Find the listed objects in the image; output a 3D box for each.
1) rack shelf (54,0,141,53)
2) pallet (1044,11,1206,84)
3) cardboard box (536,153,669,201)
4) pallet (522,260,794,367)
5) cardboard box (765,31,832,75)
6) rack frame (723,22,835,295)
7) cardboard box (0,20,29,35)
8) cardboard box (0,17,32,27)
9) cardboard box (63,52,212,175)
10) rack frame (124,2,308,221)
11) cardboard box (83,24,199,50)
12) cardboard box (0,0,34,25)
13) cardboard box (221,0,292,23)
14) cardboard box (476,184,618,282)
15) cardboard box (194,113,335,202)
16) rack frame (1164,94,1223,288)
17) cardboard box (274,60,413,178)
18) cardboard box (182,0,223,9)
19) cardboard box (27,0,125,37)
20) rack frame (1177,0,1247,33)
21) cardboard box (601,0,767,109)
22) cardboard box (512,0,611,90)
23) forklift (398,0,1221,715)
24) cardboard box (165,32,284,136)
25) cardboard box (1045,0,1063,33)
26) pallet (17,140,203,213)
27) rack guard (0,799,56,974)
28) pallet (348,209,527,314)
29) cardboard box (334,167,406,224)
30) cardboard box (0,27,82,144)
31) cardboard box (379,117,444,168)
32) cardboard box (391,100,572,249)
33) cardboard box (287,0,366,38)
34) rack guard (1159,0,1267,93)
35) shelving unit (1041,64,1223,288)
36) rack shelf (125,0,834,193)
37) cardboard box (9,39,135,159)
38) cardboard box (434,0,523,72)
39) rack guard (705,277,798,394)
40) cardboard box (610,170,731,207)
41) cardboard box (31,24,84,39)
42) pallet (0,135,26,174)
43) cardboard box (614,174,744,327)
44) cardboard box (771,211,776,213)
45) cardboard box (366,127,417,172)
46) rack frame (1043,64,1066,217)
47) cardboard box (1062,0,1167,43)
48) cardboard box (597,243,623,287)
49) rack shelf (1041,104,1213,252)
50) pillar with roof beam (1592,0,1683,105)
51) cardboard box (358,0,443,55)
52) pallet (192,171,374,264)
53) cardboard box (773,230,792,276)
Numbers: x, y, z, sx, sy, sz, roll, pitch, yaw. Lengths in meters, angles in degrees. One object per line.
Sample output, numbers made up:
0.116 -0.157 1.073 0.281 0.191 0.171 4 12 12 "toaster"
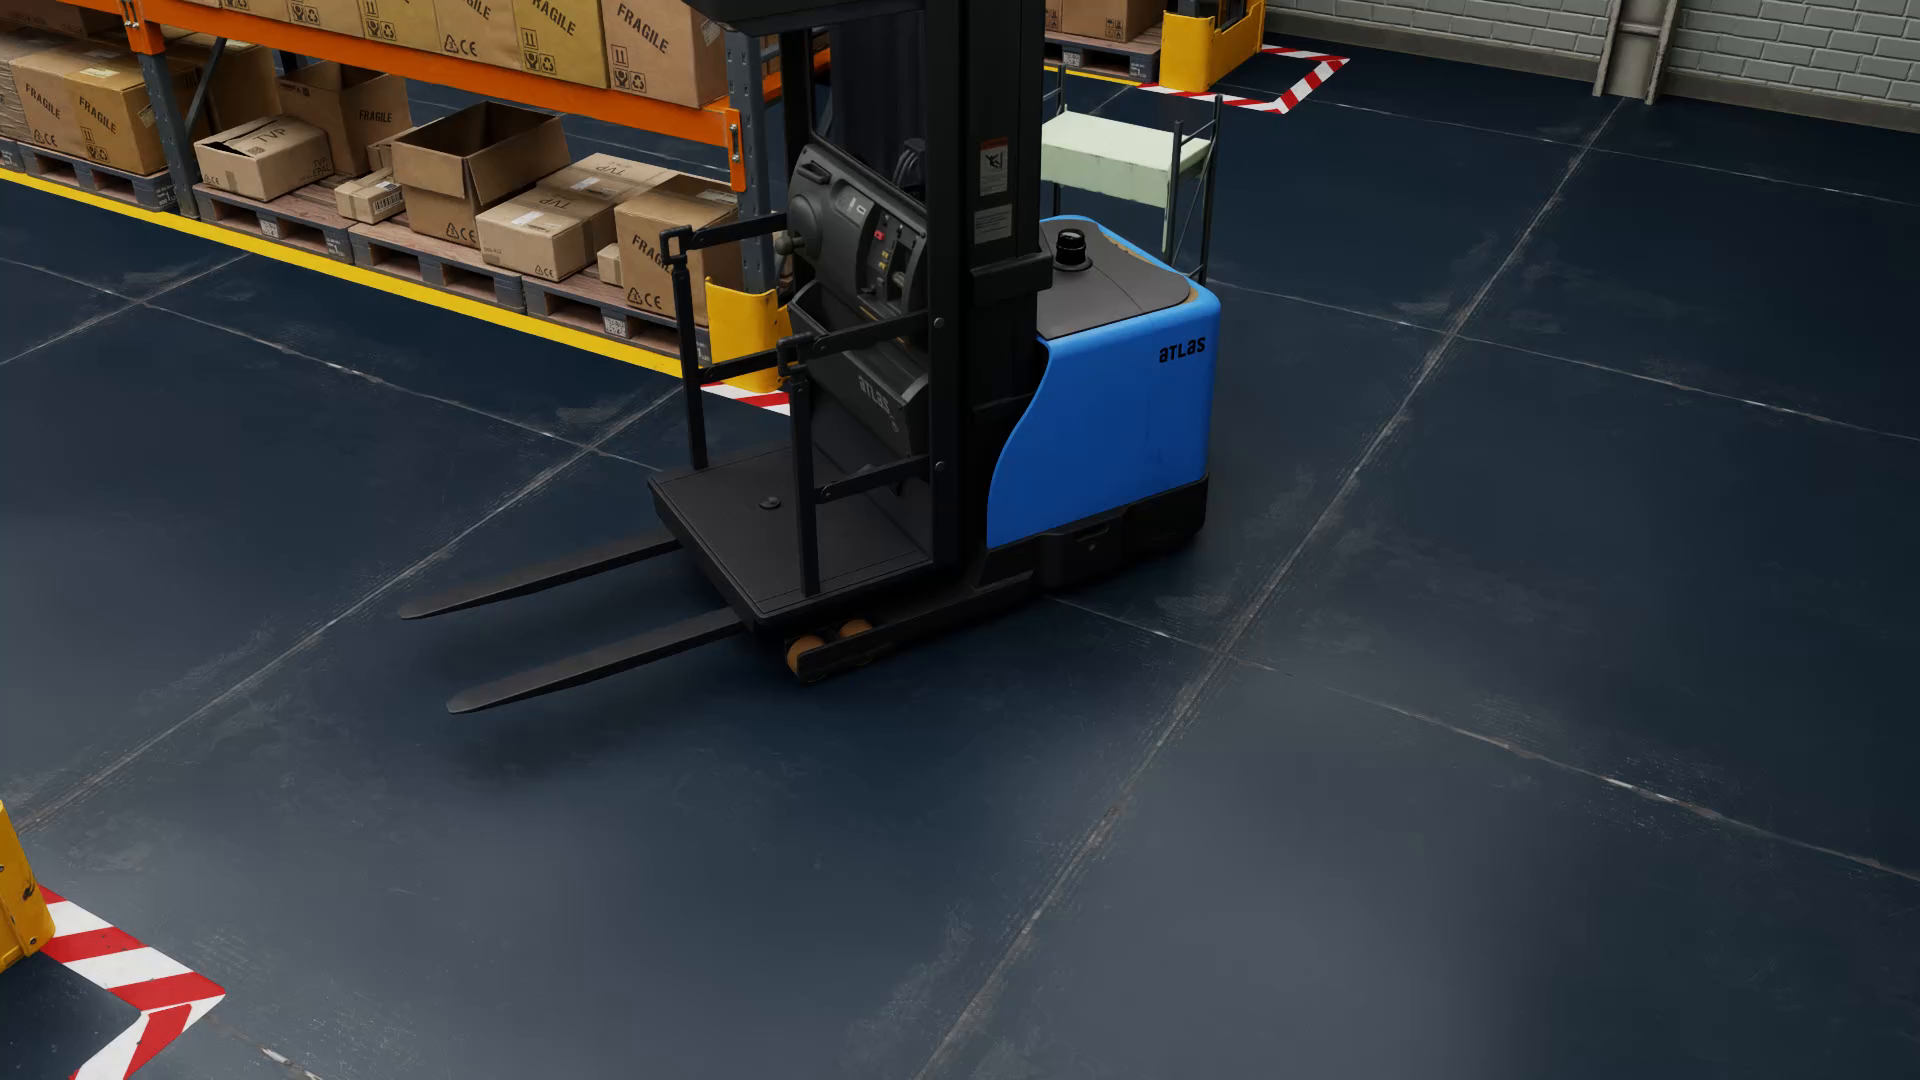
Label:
-5.901 -3.578 10.066 4.000 0.370 1.077 18 37 24 "rack shelf"
1.030 -3.634 12.016 1.213 0.211 1.003 18 37 24 "pallet"
-1.891 -1.827 8.871 0.500 0.250 0.500 18 37 24 "cardboard box"
-1.450 -1.306 8.521 1.213 0.211 1.003 18 37 24 "pallet"
-0.946 -2.518 7.734 0.500 0.500 0.500 18 38 25 "cardboard box"
-0.691 -2.227 7.388 0.127 3.000 1.000 18 37 24 "rack frame"
-6.038 -2.885 10.234 0.500 0.500 0.500 16 37 23 "cardboard box"
-5.801 -3.142 10.620 0.500 0.500 0.500 16 37 23 "cardboard box"
-4.735 -2.468 9.608 0.500 0.500 0.500 17 37 24 "cardboard box"
-4.164 -3.327 9.040 0.127 3.000 1.000 18 37 24 "rack frame"
-4.932 -2.862 10.199 0.500 0.500 0.500 18 38 25 "cardboard box"
-5.767 -3.445 10.399 0.500 0.250 0.500 17 37 24 "cardboard box"
-3.411 -2.958 8.396 0.500 0.500 0.500 18 38 25 "cardboard box"
-2.096 -1.572 8.489 0.500 0.250 0.500 18 37 24 "cardboard box"
-3.907 -2.172 9.334 0.500 0.311 0.500 18 37 24 "cardboard box"
0.950 -1.093 7.034 0.023 1.500 0.400 20 38 27 "rack frame"
-3.529 -2.450 9.581 0.500 0.500 0.500 18 37 24 "cardboard box"
-3.857 -3.098 8.605 0.500 0.500 0.500 19 38 26 "cardboard box"
-5.332 -3.307 10.192 0.500 0.250 0.500 18 38 24 "cardboard box"
1.763 -4.612 10.970 0.127 3.000 1.000 18 37 24 "rack frame"
-1.215 -2.261 7.349 0.500 0.500 0.500 19 38 26 "cardboard box"
-1.668 -2.402 7.560 0.500 0.500 0.500 18 38 25 "cardboard box"
-0.543 -1.044 5.674 3.031 2.935 1.130 -18 38 -25 "forklift"
-4.463 -2.720 9.987 0.500 0.500 0.500 16 37 22 "cardboard box"
0.671 -4.028 11.969 0.500 0.500 0.700 17 37 24 "cardboard box"
-4.889 -2.372 10.122 1.213 0.211 1.003 18 37 24 "pallet"
-3.125 1.196 4.502 0.348 0.500 1.175 18 37 24 "rack guard"
-2.505 -1.642 9.026 1.213 0.211 1.003 18 37 24 "pallet"
-3.151 -1.878 9.024 0.250 0.166 0.380 18 37 24 "cardboard box"
-5.595 -2.746 10.025 0.500 0.500 0.500 18 38 25 "cardboard box"
-2.878 -2.165 9.323 0.500 0.311 0.500 18 37 24 "cardboard box"
-2.531 -1.957 8.838 0.637 0.503 0.797 18 37 24 "cardboard box"
-2.978 -2.820 8.188 0.500 0.500 0.500 17 37 24 "cardboard box"
1.784 -3.565 11.652 0.348 0.500 1.175 18 37 24 "rack guard"
0.642 -1.202 7.198 0.755 1.500 0.431 20 38 27 "shelving unit"
-2.428 -2.478 8.414 4.000 0.370 1.077 18 37 24 "rack shelf"
-5.160 -2.608 9.818 0.500 0.500 0.500 18 38 25 "cardboard box"
-2.098 -2.542 7.770 0.500 0.500 0.500 18 38 25 "cardboard box"
-0.757 -1.208 8.112 0.348 0.500 1.175 18 37 24 "rack guard"
-1.457 -1.689 8.664 0.500 0.250 0.500 18 37 24 "cardboard box"
-5.362 -3.003 10.411 0.500 0.500 0.500 18 38 25 "cardboard box"
-5.953 -2.707 10.625 1.213 0.211 1.003 18 37 24 "pallet"
-1.286 -1.401 8.006 0.500 0.500 0.500 18 37 24 "cardboard box"
-1.102 -1.580 8.576 0.250 0.166 0.380 18 37 24 "cardboard box"
-3.174 -2.229 9.567 0.250 0.149 0.380 18 37 24 "cardboard box"
0.333 -1.311 7.363 0.023 1.500 0.400 20 38 27 "rack frame"
1.106 -3.891 11.763 0.500 0.500 0.700 18 37 24 "cardboard box"
-1.593 -1.417 8.330 0.250 0.166 0.380 18 37 24 "cardboard box"
0.643 -1.528 6.984 0.720 0.370 0.431 20 38 27 "rack shelf"
2.401 -4.711 5.706 0.400 9.000 9.100 18 37 24 "pillar with roof beam"
-2.535 -2.680 7.979 0.500 0.500 0.500 17 37 24 "cardboard box"
-3.569 -1.977 9.529 1.213 0.211 1.003 18 37 24 "pallet"
-0.885 -1.504 8.478 0.250 0.149 0.380 18 37 24 "cardboard box"
